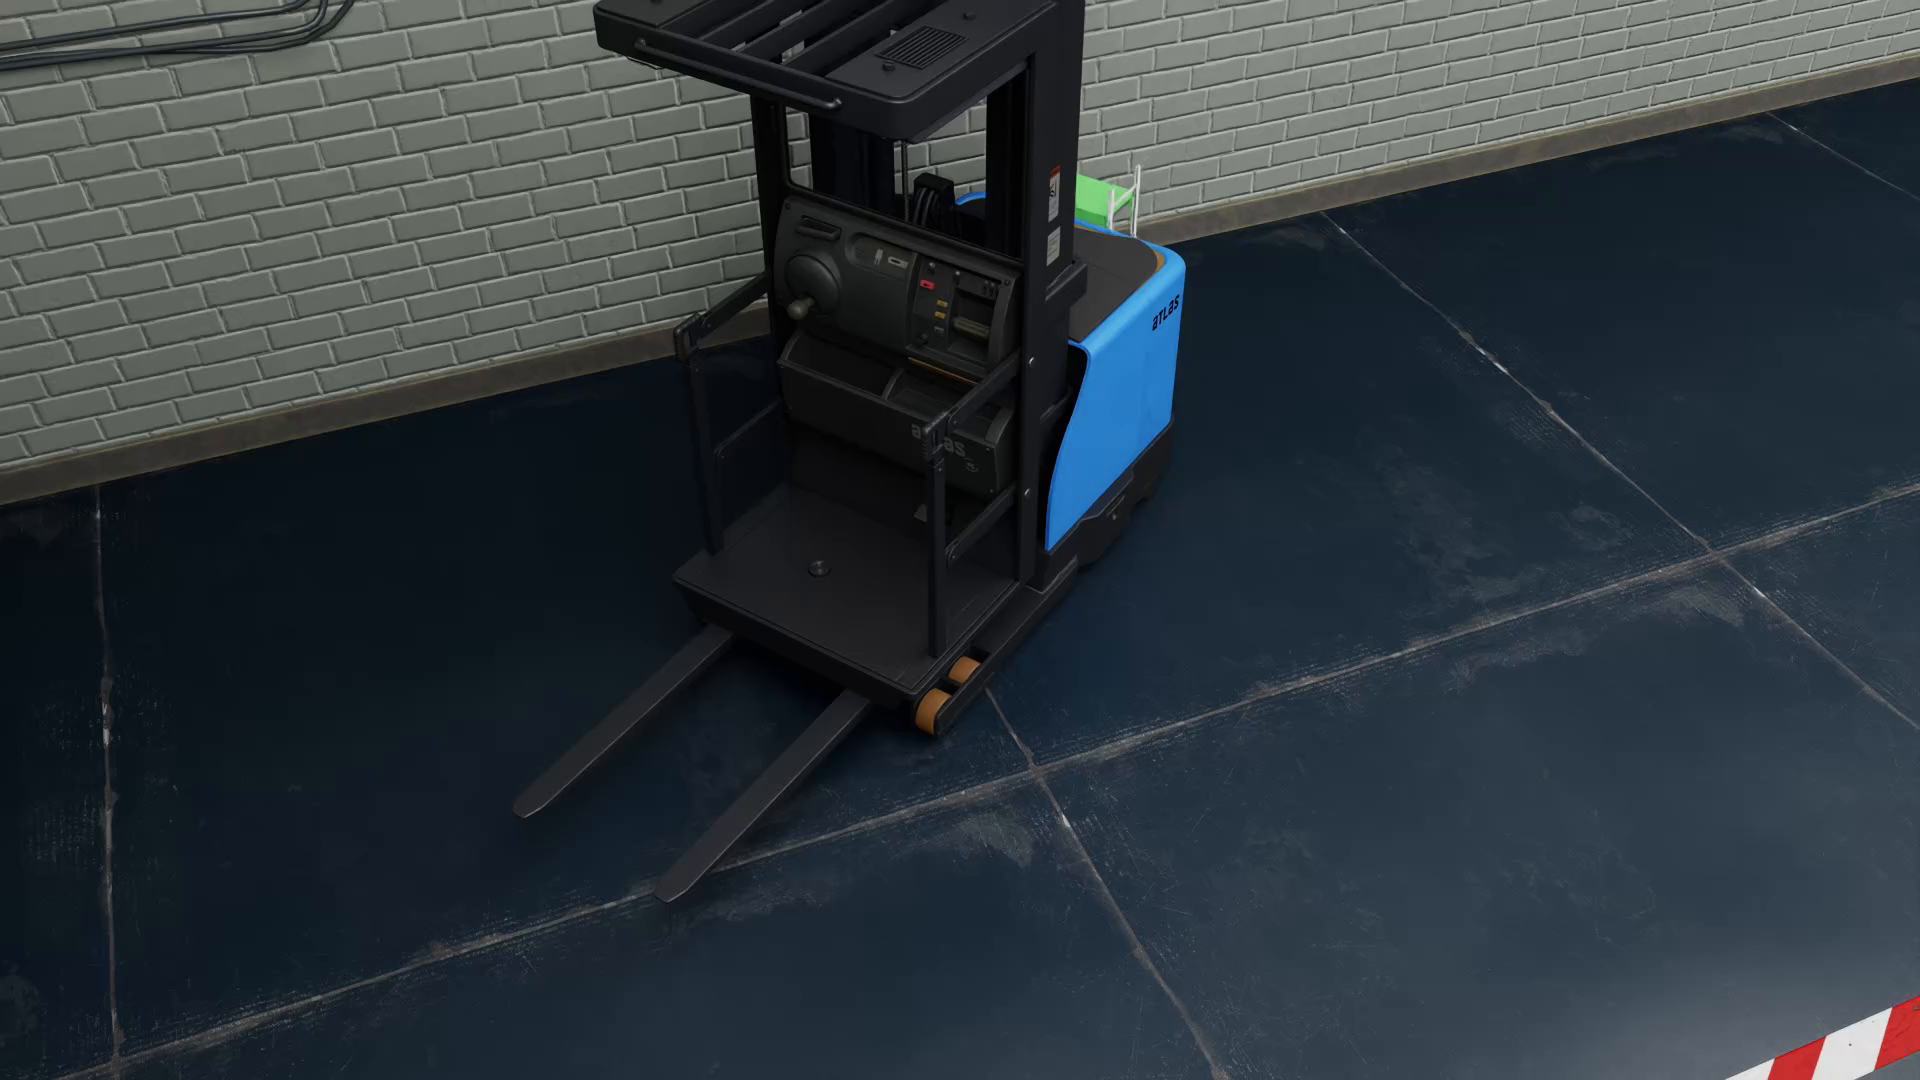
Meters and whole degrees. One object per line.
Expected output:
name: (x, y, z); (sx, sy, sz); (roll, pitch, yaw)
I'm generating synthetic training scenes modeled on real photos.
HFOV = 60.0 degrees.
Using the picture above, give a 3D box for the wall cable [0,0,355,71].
wall cable: (-3.605, -2.473, 5.105); (3.097, 2.526, 0.112); (-15, 43, -17)

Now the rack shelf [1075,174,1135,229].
rack shelf: (0.449, -1.380, 6.795); (0.480, 0.148, 0.258); (23, 46, 24)

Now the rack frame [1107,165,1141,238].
rack frame: (0.655, -0.980, 6.968); (0.015, 1.200, 0.240); (23, 46, 24)

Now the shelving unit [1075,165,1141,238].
shelving unit: (0.450, -1.066, 7.068); (0.503, 1.200, 0.258); (23, 46, 24)

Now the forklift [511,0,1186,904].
forklift: (-0.346, -0.769, 5.396); (1.130, 2.935, 3.031); (23, 46, 25)
